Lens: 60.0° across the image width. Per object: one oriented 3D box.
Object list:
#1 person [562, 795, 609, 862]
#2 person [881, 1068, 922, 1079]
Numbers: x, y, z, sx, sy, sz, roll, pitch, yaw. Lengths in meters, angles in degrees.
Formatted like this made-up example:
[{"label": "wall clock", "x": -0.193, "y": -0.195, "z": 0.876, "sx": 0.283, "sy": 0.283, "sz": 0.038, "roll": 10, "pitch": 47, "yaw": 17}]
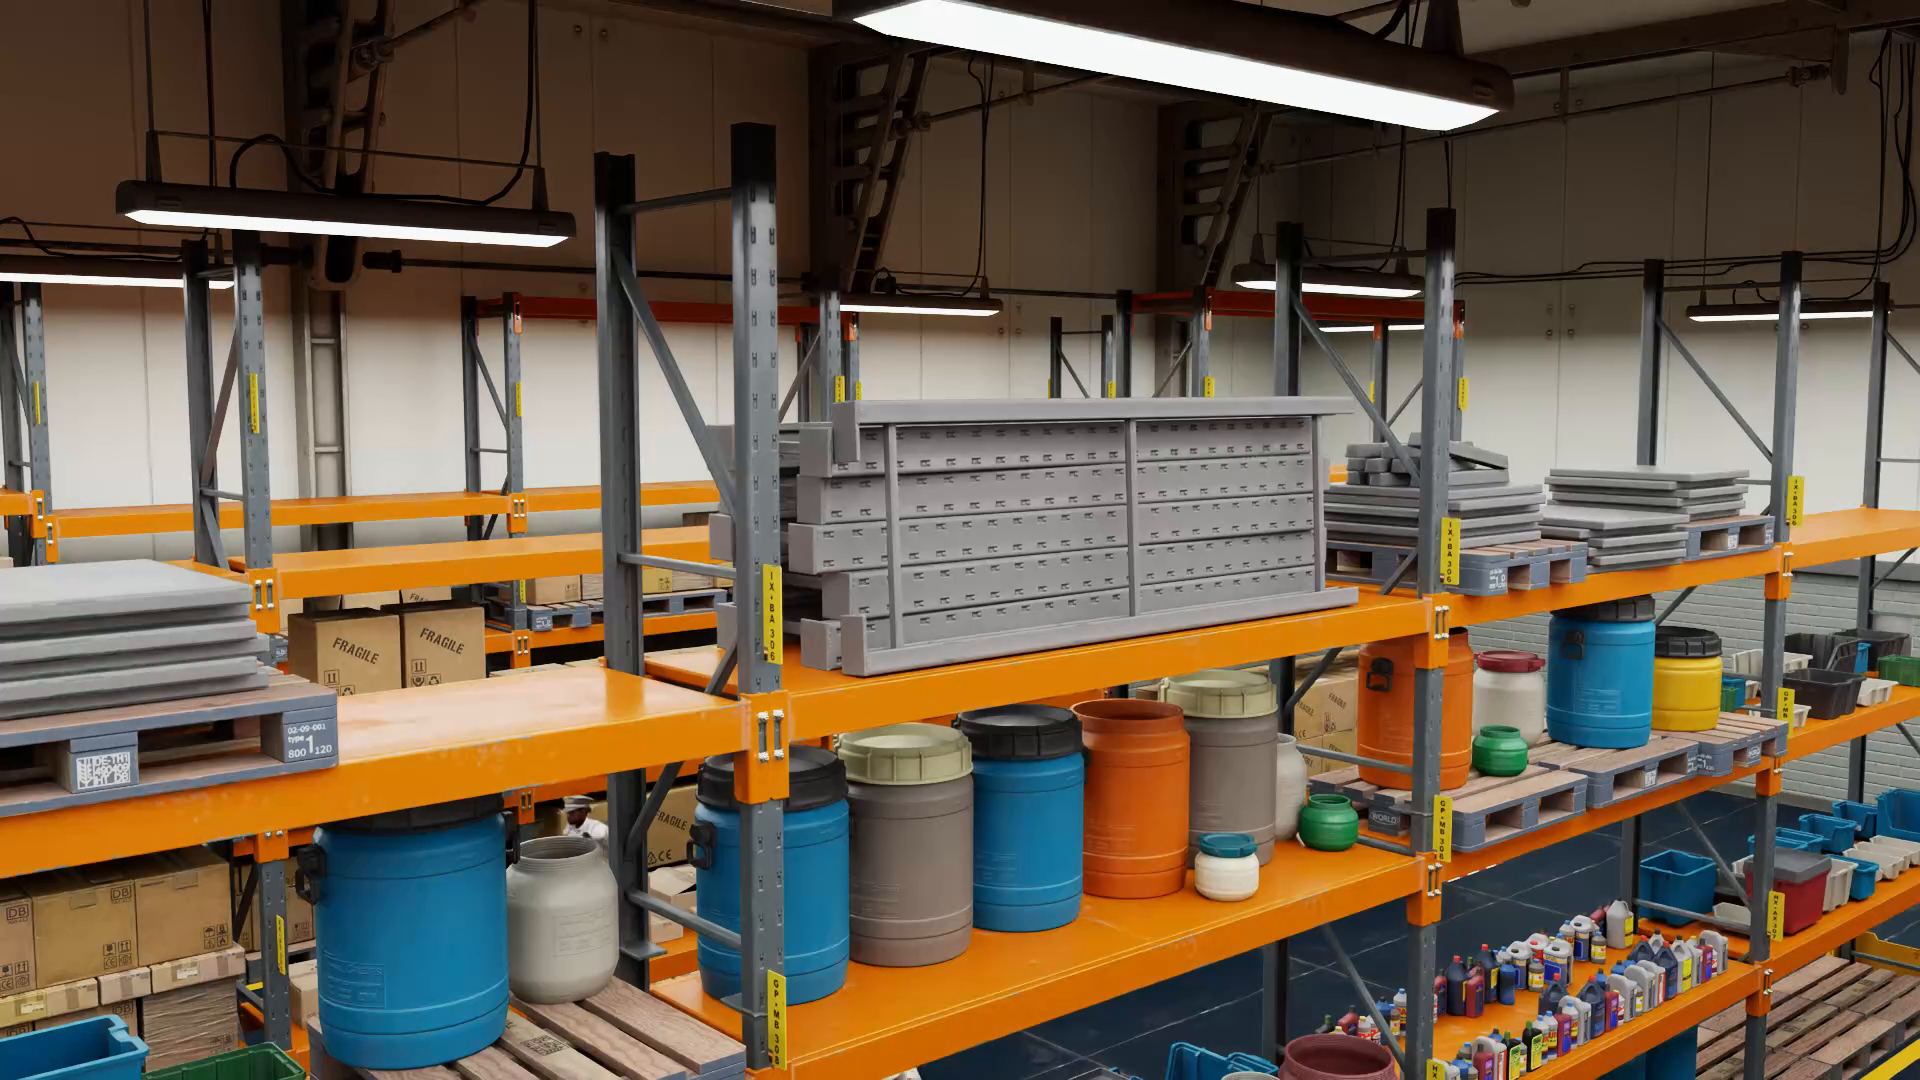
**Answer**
[{"label": "person", "x": -3.172, "y": 3.007, "z": 14.308, "sx": 0.468, "sy": 1.703, "sz": 0.692, "roll": 5, "pitch": 7, "yaw": 43}, {"label": "person", "x": -0.407, "y": 3.393, "z": 10.149, "sx": 1.081, "sy": 1.591, "sz": 0.723, "roll": -4, "pitch": 7, "yaw": -35}]
